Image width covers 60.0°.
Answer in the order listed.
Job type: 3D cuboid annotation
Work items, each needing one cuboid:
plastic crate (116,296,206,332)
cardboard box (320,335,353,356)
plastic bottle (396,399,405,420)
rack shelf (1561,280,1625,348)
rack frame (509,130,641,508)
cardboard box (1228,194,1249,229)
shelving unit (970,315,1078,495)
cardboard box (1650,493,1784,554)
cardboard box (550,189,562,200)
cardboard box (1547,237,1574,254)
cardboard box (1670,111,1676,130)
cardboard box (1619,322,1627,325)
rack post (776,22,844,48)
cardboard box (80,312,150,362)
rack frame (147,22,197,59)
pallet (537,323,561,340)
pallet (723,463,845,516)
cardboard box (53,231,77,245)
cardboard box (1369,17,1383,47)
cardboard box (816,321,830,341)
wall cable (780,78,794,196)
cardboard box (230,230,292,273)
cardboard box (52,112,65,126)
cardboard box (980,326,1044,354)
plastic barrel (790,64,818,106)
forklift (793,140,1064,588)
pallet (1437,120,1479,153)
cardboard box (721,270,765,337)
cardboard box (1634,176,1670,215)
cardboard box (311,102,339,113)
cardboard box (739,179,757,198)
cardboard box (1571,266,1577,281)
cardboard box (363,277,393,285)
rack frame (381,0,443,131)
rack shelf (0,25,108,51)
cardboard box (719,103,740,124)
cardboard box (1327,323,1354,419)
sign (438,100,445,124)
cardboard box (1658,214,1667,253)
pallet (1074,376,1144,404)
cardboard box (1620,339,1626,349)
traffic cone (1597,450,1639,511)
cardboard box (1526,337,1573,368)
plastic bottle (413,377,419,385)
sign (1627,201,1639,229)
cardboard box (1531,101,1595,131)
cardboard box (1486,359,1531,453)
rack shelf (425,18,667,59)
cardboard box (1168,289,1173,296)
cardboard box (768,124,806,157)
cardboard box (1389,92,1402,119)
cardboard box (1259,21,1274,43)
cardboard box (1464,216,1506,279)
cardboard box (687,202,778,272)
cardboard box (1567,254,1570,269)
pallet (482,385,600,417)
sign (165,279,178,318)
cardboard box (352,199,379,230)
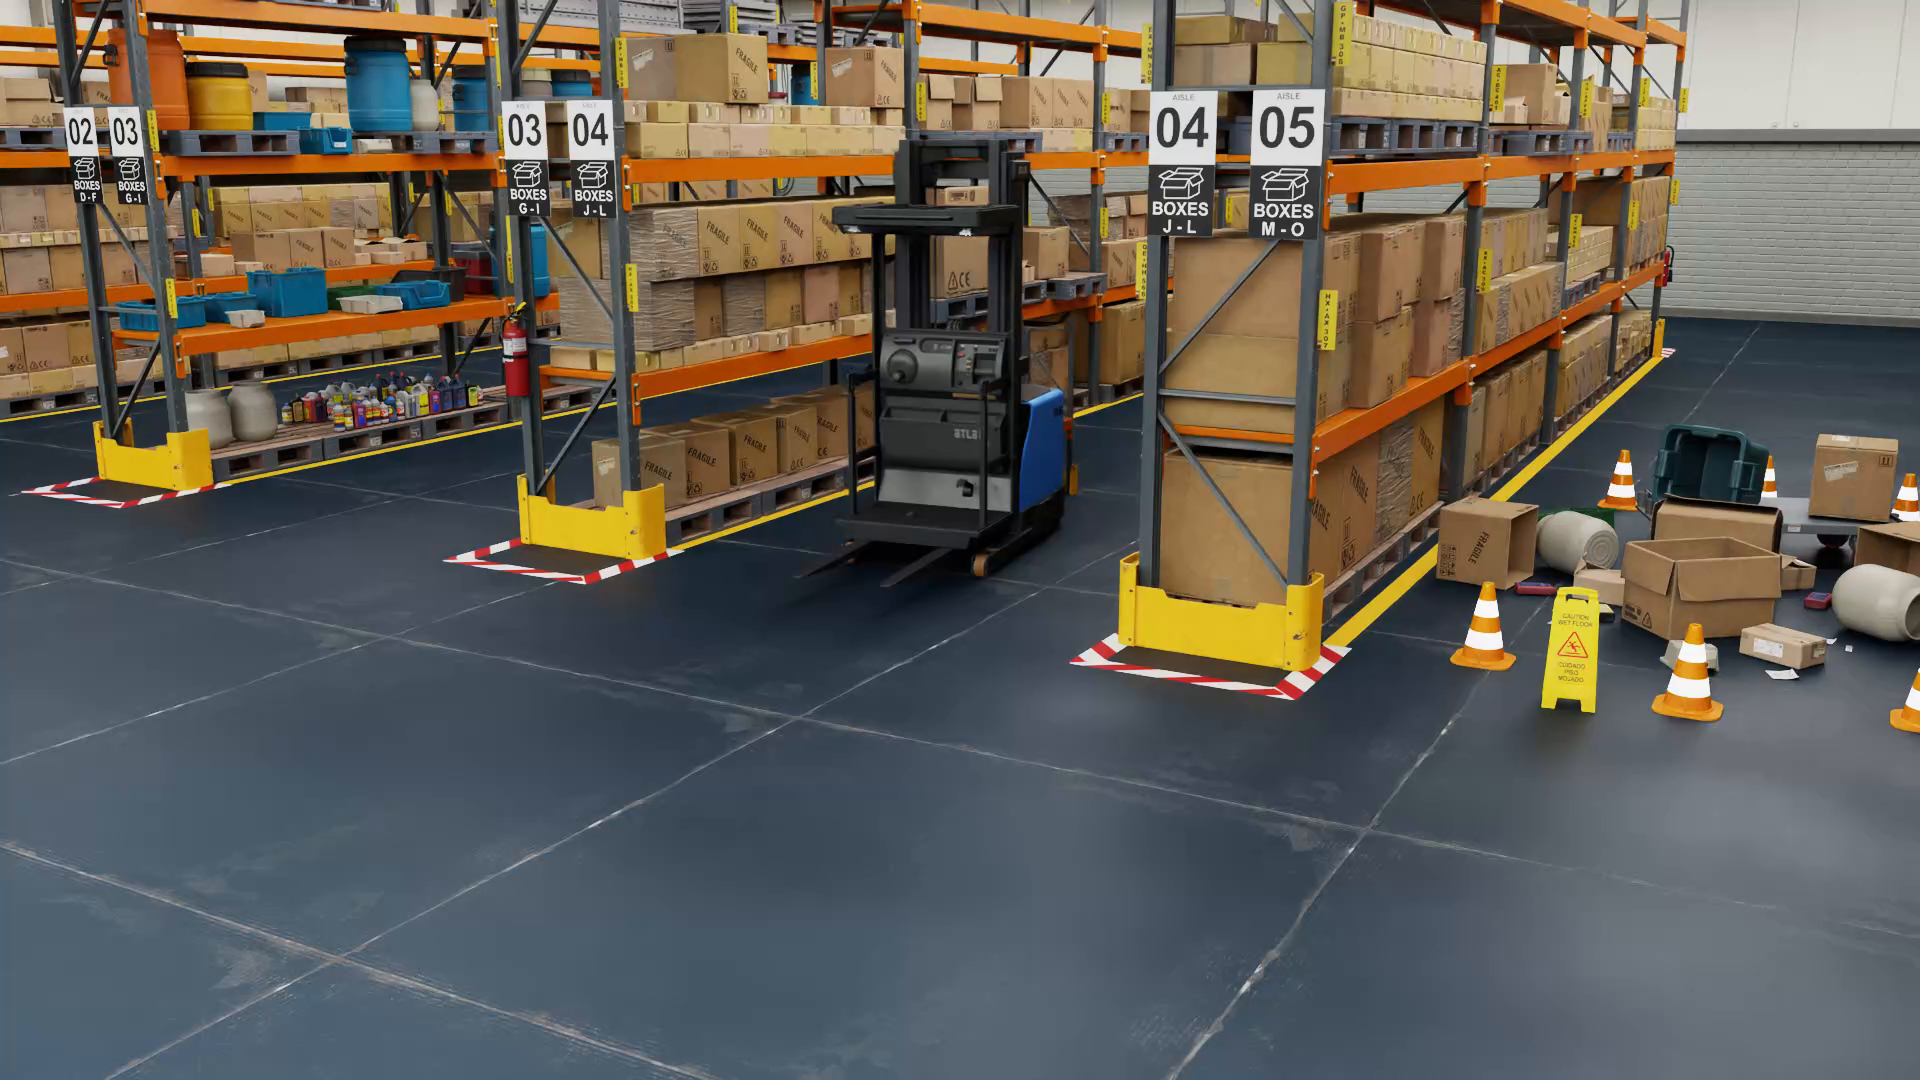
[{"bbox_3d":[-7.115,-2.021,14.833,0.499,0.251,0.616,7,15,28],"label":"plastic crate"},{"bbox_3d":[-8.341,-2.577,21.793,0.500,0.250,0.500,8,16,29],"label":"cardboard box"},{"bbox_3d":[-5.585,-1.300,16.558,0.097,0.201,0.097,0,14,0],"label":"plastic bottle"},{"bbox_3d":[6.368,-2.515,18.099,1.077,0.370,4.000,7,15,28],"label":"rack shelf"},{"bbox_3d":[-2.759,-1.395,11.921,1.000,3.000,0.127,7,15,28],"label":"rack frame"},{"bbox_3d":[3.742,-4.463,22.731,0.500,0.500,0.500,7,15,28],"label":"cardboard box"},{"bbox_3d":[0.519,-1.038,13.638,0.587,1.500,1.083,6,15,23],"label":"shelving unit"},{"bbox_3d":[4.993,0.035,11.025,0.797,0.637,0.503,7,15,28],"label":"cardboard box"},{"bbox_3d":[-8.271,-6.402,32.047,0.980,0.700,0.700,8,16,31],"label":"cardboard box"},{"bbox_3d":[6.044,-3.003,16.962,0.380,0.149,0.250,7,15,28],"label":"cardboard box"},{"bbox_3d":[9.268,-5.600,22.216,0.500,0.250,0.500,7,15,26],"label":"cardboard box"},{"bbox_3d":[8.307,-2.701,21.254,0.380,0.149,0.250,7,15,26],"label":"cardboard box"},{"bbox_3d":[-2.161,-6.662,22.034,0.937,0.300,0.954,9,16,34],"label":"rack post"},{"bbox_3d":[-9.781,-2.350,19.252,0.500,0.500,0.500,7,15,28],"label":"cardboard box"},{"bbox_3d":[-11.900,-7.637,25.010,1.000,3.000,0.127,7,15,28],"label":"rack frame"},{"bbox_3d":[-6.577,-3.202,25.367,1.003,0.211,1.213,7,15,28],"label":"pallet"},{"bbox_3d":[-1.708,-0.467,14.022,1.003,0.211,1.213,7,15,28],"label":"pallet"},{"bbox_3d":[-10.055,-3.363,18.484,0.380,0.149,0.250,8,16,30],"label":"cardboard box"},{"bbox_3d":[2.219,-2.925,9.593,0.380,0.149,0.250,7,15,27],"label":"cardboard box"},{"bbox_3d":[-1.320,-1.766,13.993,0.380,0.149,0.250,7,15,28],"label":"cardboard box"},{"bbox_3d":[-4.986,-8.888,36.827,3.097,2.526,0.112,7,15,28],"label":"wall cable"},{"bbox_3d":[-8.856,-3.652,21.067,0.500,0.500,0.500,9,16,32],"label":"cardboard box"},{"bbox_3d":[-9.840,-4.669,18.441,0.380,0.149,0.250,7,15,28],"label":"cardboard box"},{"bbox_3d":[0.563,-2.149,17.842,0.500,0.250,0.500,9,16,34],"label":"cardboard box"},{"bbox_3d":[-1.985,-5.957,22.477,0.600,0.901,0.708,7,15,28],"label":"plastic barrel"},{"bbox_3d":[-0.201,-1.276,11.571,1.130,2.935,3.031,5,15,21],"label":"forklift"},{"bbox_3d":[3.063,-2.882,11.876,1.003,0.211,1.213,7,15,28],"label":"pallet"},{"bbox_3d":[-2.053,-1.912,13.217,0.875,0.500,0.500,7,15,28],"label":"cardboard box"},{"bbox_3d":[9.265,-4.653,22.450,0.500,0.500,0.500,7,15,27],"label":"cardboard box"},{"bbox_3d":[-10.701,-6.972,27.501,0.700,0.500,0.500,7,15,27],"label":"cardboard box"},{"bbox_3d":[-3.913,-6.110,29.129,0.500,0.500,0.500,8,16,30],"label":"cardboard box"},{"bbox_3d":[6.183,-2.771,17.267,0.380,0.149,0.250,8,16,31],"label":"cardboard box"},{"bbox_3d":[-10.167,-4.552,28.705,0.750,0.750,0.750,8,15,29],"label":"cardboard box"},{"bbox_3d":[-7.562,-7.076,22.685,1.000,3.000,0.127,7,15,28],"label":"rack frame"},{"bbox_3d":[-10.463,-5.301,17.710,1.077,0.370,4.000,7,15,28],"label":"rack shelf"},{"bbox_3d":[-1.885,-3.210,12.517,0.380,0.149,0.250,7,15,28],"label":"cardboard box"},{"bbox_3d":[1.920,-1.082,10.302,0.875,0.550,0.550,7,15,28],"label":"cardboard box"},{"bbox_3d":[-7.080,-5.843,22.699,0.100,0.325,0.005,7,15,28],"label":"sign"},{"bbox_3d":[9.276,-4.167,22.571,0.500,0.500,0.500,8,16,29],"label":"cardboard box"},{"bbox_3d":[1.555,-1.834,19.692,1.003,0.211,1.213,7,15,28],"label":"pallet"},{"bbox_3d":[8.207,-2.501,21.058,0.380,0.149,0.250,8,16,31],"label":"cardboard box"},{"bbox_3d":[5.437,-0.504,13.637,0.336,0.463,0.334,7,15,28],"label":"traffic cone"},{"bbox_3d":[5.946,-1.922,16.941,0.500,0.250,0.500,7,15,26],"label":"cardboard box"},{"bbox_3d":[-5.738,-1.573,17.517,0.061,0.283,0.133,7,15,28],"label":"plastic bottle"},{"bbox_3d":[7.822,-3.775,19.323,0.100,0.325,0.005,7,15,28],"label":"sign"},{"bbox_3d":[5.910,-4.048,16.310,0.500,0.500,0.500,7,15,28],"label":"cardboard box"},{"bbox_3d":[4.608,-1.270,15.305,1.050,0.750,0.750,8,16,29],"label":"cardboard box"},{"bbox_3d":[-4.195,-5.560,18.783,1.077,0.370,4.000,7,15,28],"label":"rack shelf"},{"bbox_3d":[2.319,-2.712,21.018,1.225,0.875,0.875,7,15,26],"label":"cardboard box"},{"bbox_3d":[-1.566,-3.165,13.183,0.500,0.250,0.500,8,16,30],"label":"cardboard box"},{"bbox_3d":[2.468,-2.643,10.122,0.380,0.149,0.250,7,15,28],"label":"cardboard box"},{"bbox_3d":[1.645,-3.000,9.904,0.380,0.149,0.250,8,16,29],"label":"cardboard box"},{"bbox_3d":[4.194,-2.480,14.073,0.700,0.500,0.500,8,15,28],"label":"cardboard box"},{"bbox_3d":[-1.767,-2.361,12.946,0.500,0.500,0.500,7,15,28],"label":"cardboard box"},{"bbox_3d":[5.940,-2.813,16.807,0.380,0.149,0.250,8,16,31],"label":"cardboard box"},{"bbox_3d":[-4.816,-1.587,18.666,1.003,0.211,1.213,7,15,28],"label":"pallet"},{"bbox_3d":[-6.616,-2.028,13.954,0.100,0.325,0.005,7,15,28],"label":"sign"},{"bbox_3d":[-10.207,-5.515,28.118,0.500,0.500,0.500,8,15,28],"label":"cardboard box"}]
